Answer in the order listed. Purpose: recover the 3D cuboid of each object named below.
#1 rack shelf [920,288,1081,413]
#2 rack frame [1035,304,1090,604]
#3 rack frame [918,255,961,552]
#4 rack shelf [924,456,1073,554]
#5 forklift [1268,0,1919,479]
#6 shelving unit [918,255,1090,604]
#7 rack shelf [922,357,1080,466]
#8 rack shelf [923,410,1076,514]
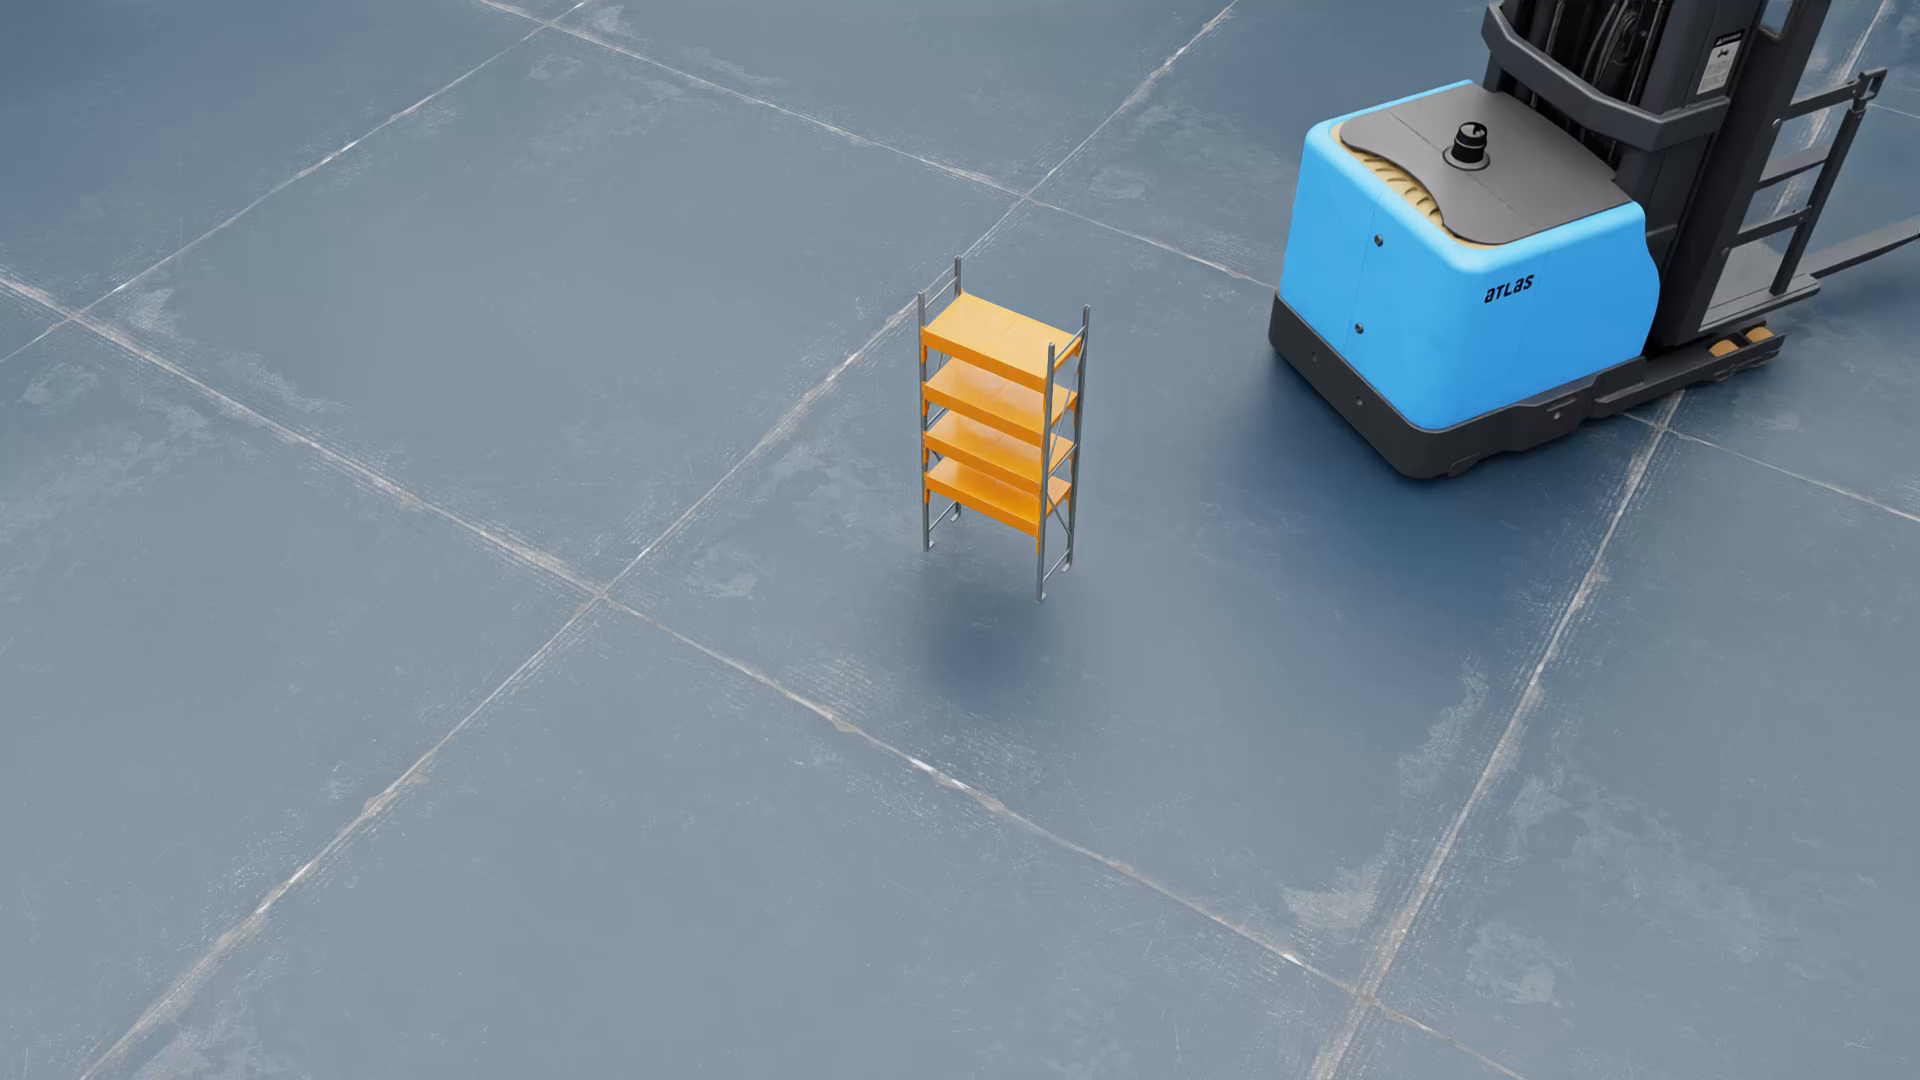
[{"bbox_3d":[0.139,-0.628,5.476,0.480,0.148,0.258,25,51,22],"label":"rack shelf"},{"bbox_3d":[0.345,-0.260,5.666,0.015,1.200,0.240,25,51,22],"label":"rack frame"},{"bbox_3d":[-0.066,-0.449,5.849,0.015,1.200,0.240,25,51,22],"label":"rack frame"},{"bbox_3d":[0.139,-0.169,5.948,0.480,0.148,0.258,25,51,22],"label":"rack shelf"},{"bbox_3d":[2.844,-2.002,6.151,3.031,2.935,1.130,-20,49,-18],"label":"forklift"},{"bbox_3d":[0.139,-0.354,5.757,0.503,1.200,0.258,25,51,22],"label":"shelving unit"},{"bbox_3d":[0.139,-0.463,5.645,0.480,0.148,0.258,25,51,22],"label":"rack shelf"},{"bbox_3d":[0.139,-0.307,5.806,0.480,0.148,0.258,25,51,22],"label":"rack shelf"}]
